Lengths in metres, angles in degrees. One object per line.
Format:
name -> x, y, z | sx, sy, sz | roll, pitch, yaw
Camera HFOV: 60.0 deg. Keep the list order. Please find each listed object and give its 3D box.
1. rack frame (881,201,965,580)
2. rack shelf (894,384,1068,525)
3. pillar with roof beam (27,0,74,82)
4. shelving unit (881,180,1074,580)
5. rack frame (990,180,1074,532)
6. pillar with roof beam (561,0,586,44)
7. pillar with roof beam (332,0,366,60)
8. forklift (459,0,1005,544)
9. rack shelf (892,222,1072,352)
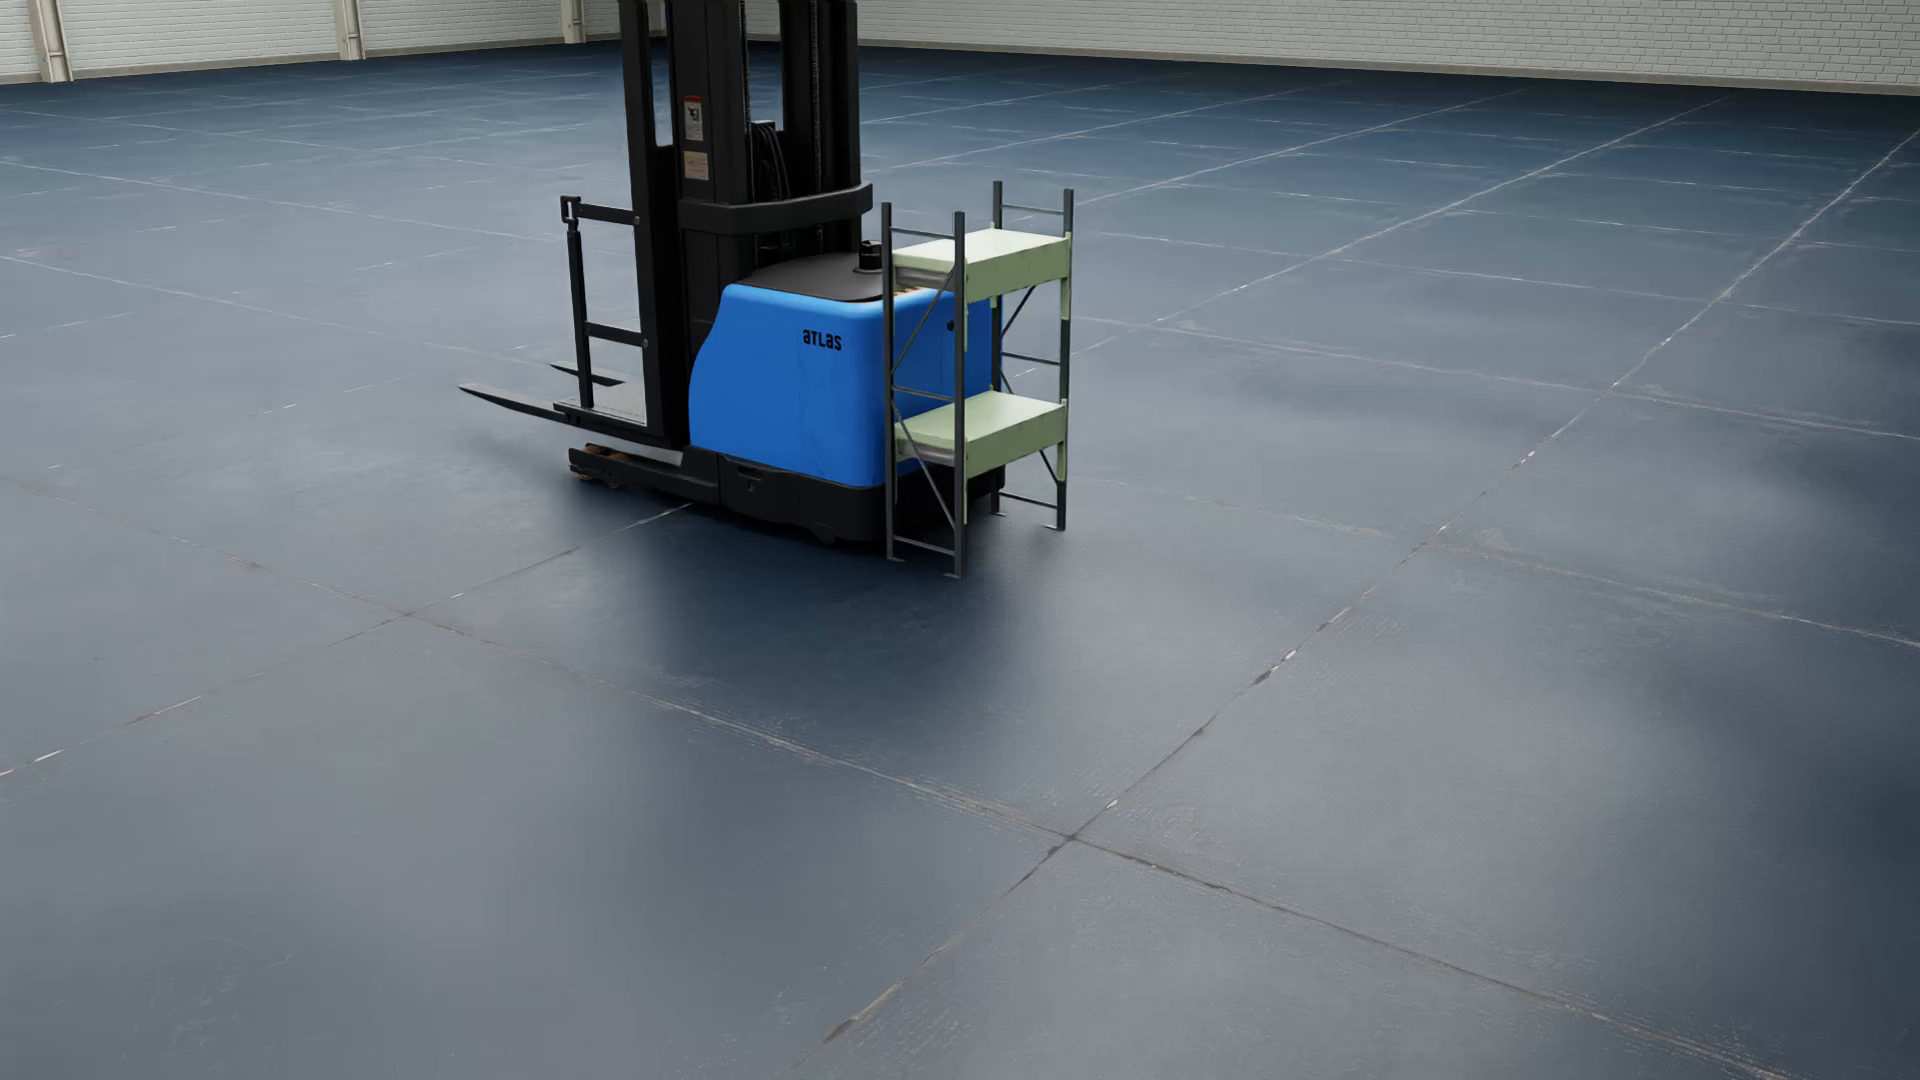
rack frame -> -0.146, -0.583, 6.679 | 0.400, 1.500, 0.023 | 15, 25, 35
rack shelf -> 0.079, -0.378, 7.063 | 0.431, 0.370, 0.720 | 15, 25, 35
pillar with roof beam -> -11.959, -11.273, 24.769 | 9.100, 9.000, 0.400 | 13, 24, 32
shelving unit -> 0.079, -0.683, 6.950 | 0.431, 1.500, 0.755 | 15, 25, 35
rack frame -> 0.304, -0.784, 7.221 | 0.400, 1.500, 0.023 | 15, 25, 35
pillar with roof beam -> -5.213, -14.716, 34.077 | 9.100, 9.000, 0.400 | 13, 24, 32
pillar with roof beam -> -8.586, -12.994, 29.423 | 9.100, 9.000, 0.400 | 13, 24, 32
forklift -> -1.265, -1.750, 7.771 | 3.031, 2.935, 1.130 | 15, 25, 35
rack shelf -> 0.079, -1.049, 6.815 | 0.431, 0.370, 0.720 | 15, 25, 35
